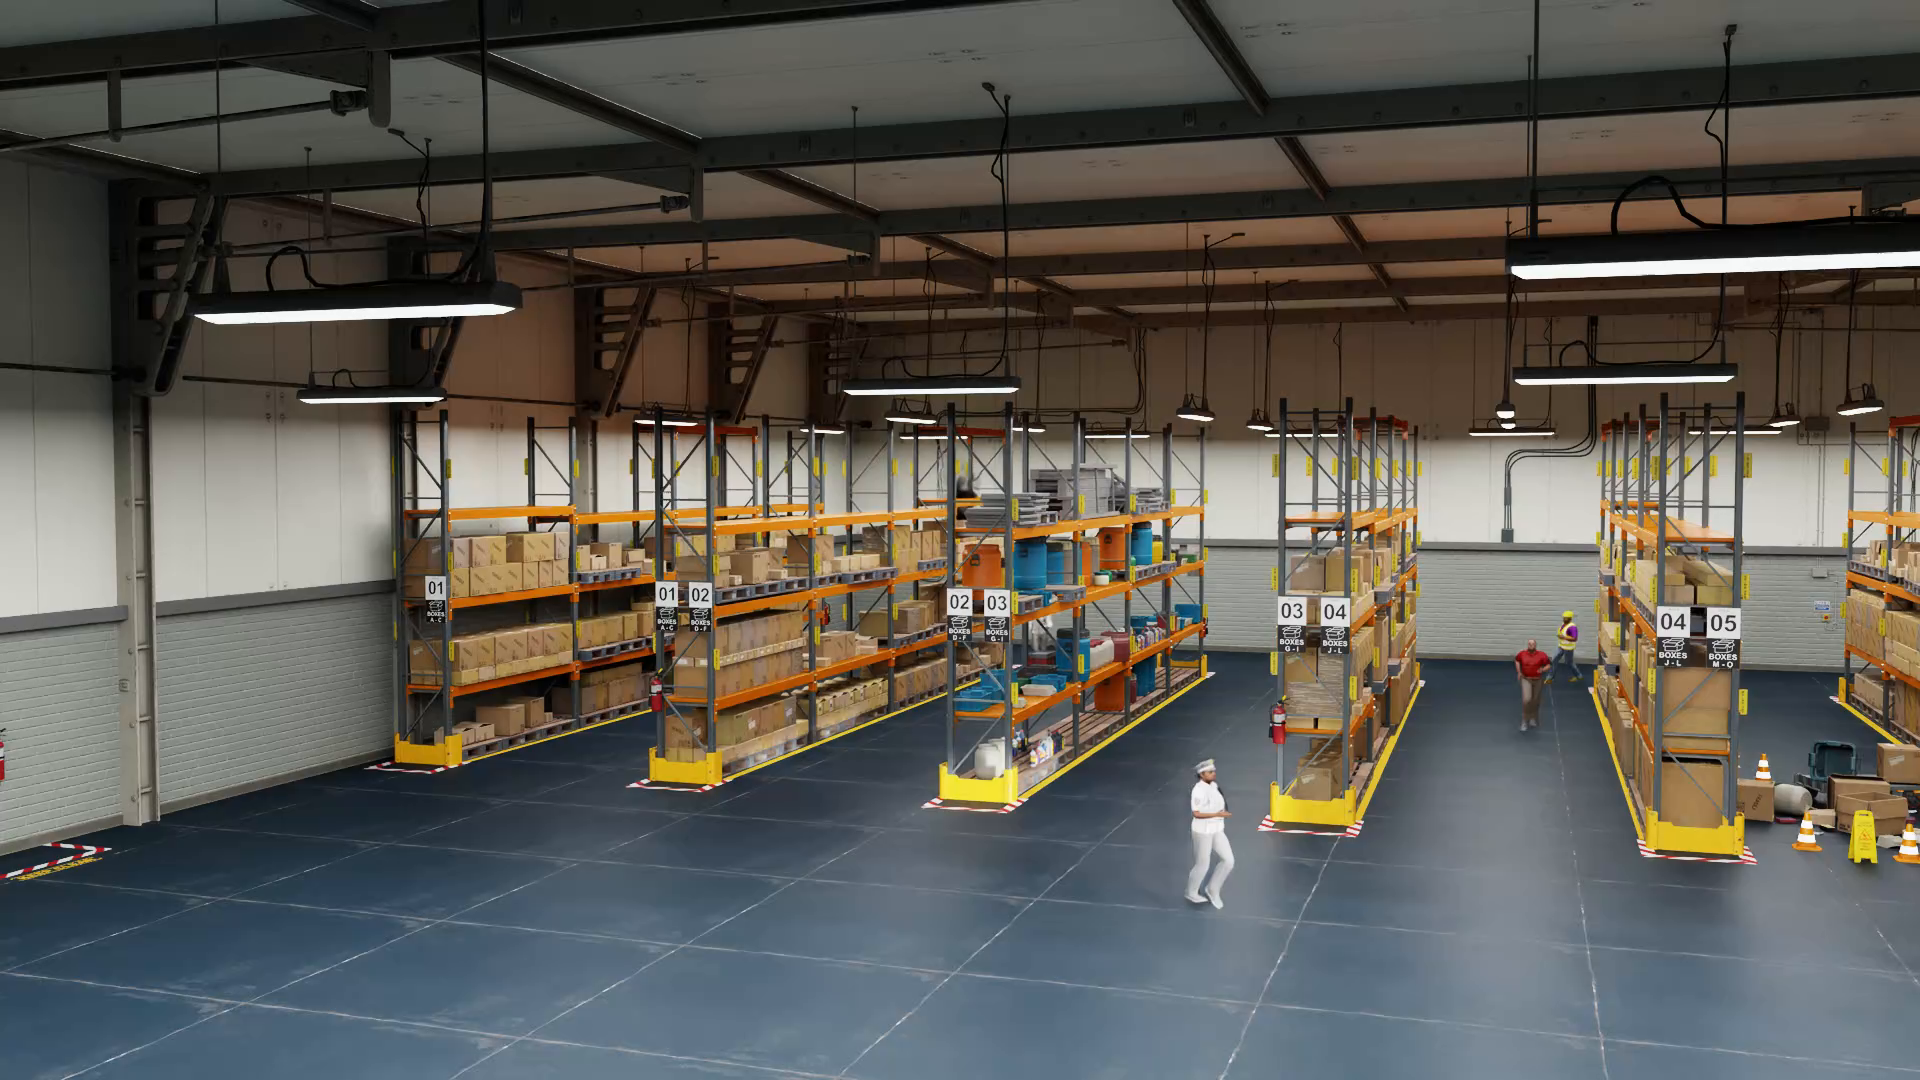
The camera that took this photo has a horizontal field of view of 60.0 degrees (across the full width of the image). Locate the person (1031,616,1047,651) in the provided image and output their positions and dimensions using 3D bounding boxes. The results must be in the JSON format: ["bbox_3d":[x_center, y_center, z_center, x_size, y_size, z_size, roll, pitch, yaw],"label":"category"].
[{"bbox_3d":[1.851,2.206,38.811,0.370,1.566,0.540,0,2,8],"label":"person"}]

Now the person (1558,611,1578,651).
[{"bbox_3d":[13.971,2.076,38.126,0.470,0.918,0.663,-1,3,-15],"label":"person"}]

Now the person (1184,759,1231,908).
[{"bbox_3d":[2.860,3.351,18.941,0.555,1.727,0.659,-2,3,-43],"label":"person"}]

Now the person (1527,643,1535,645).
[{"bbox_3d":[10.945,1.984,31.820,0.164,0.052,0.161,1,3,15],"label":"person"}]
